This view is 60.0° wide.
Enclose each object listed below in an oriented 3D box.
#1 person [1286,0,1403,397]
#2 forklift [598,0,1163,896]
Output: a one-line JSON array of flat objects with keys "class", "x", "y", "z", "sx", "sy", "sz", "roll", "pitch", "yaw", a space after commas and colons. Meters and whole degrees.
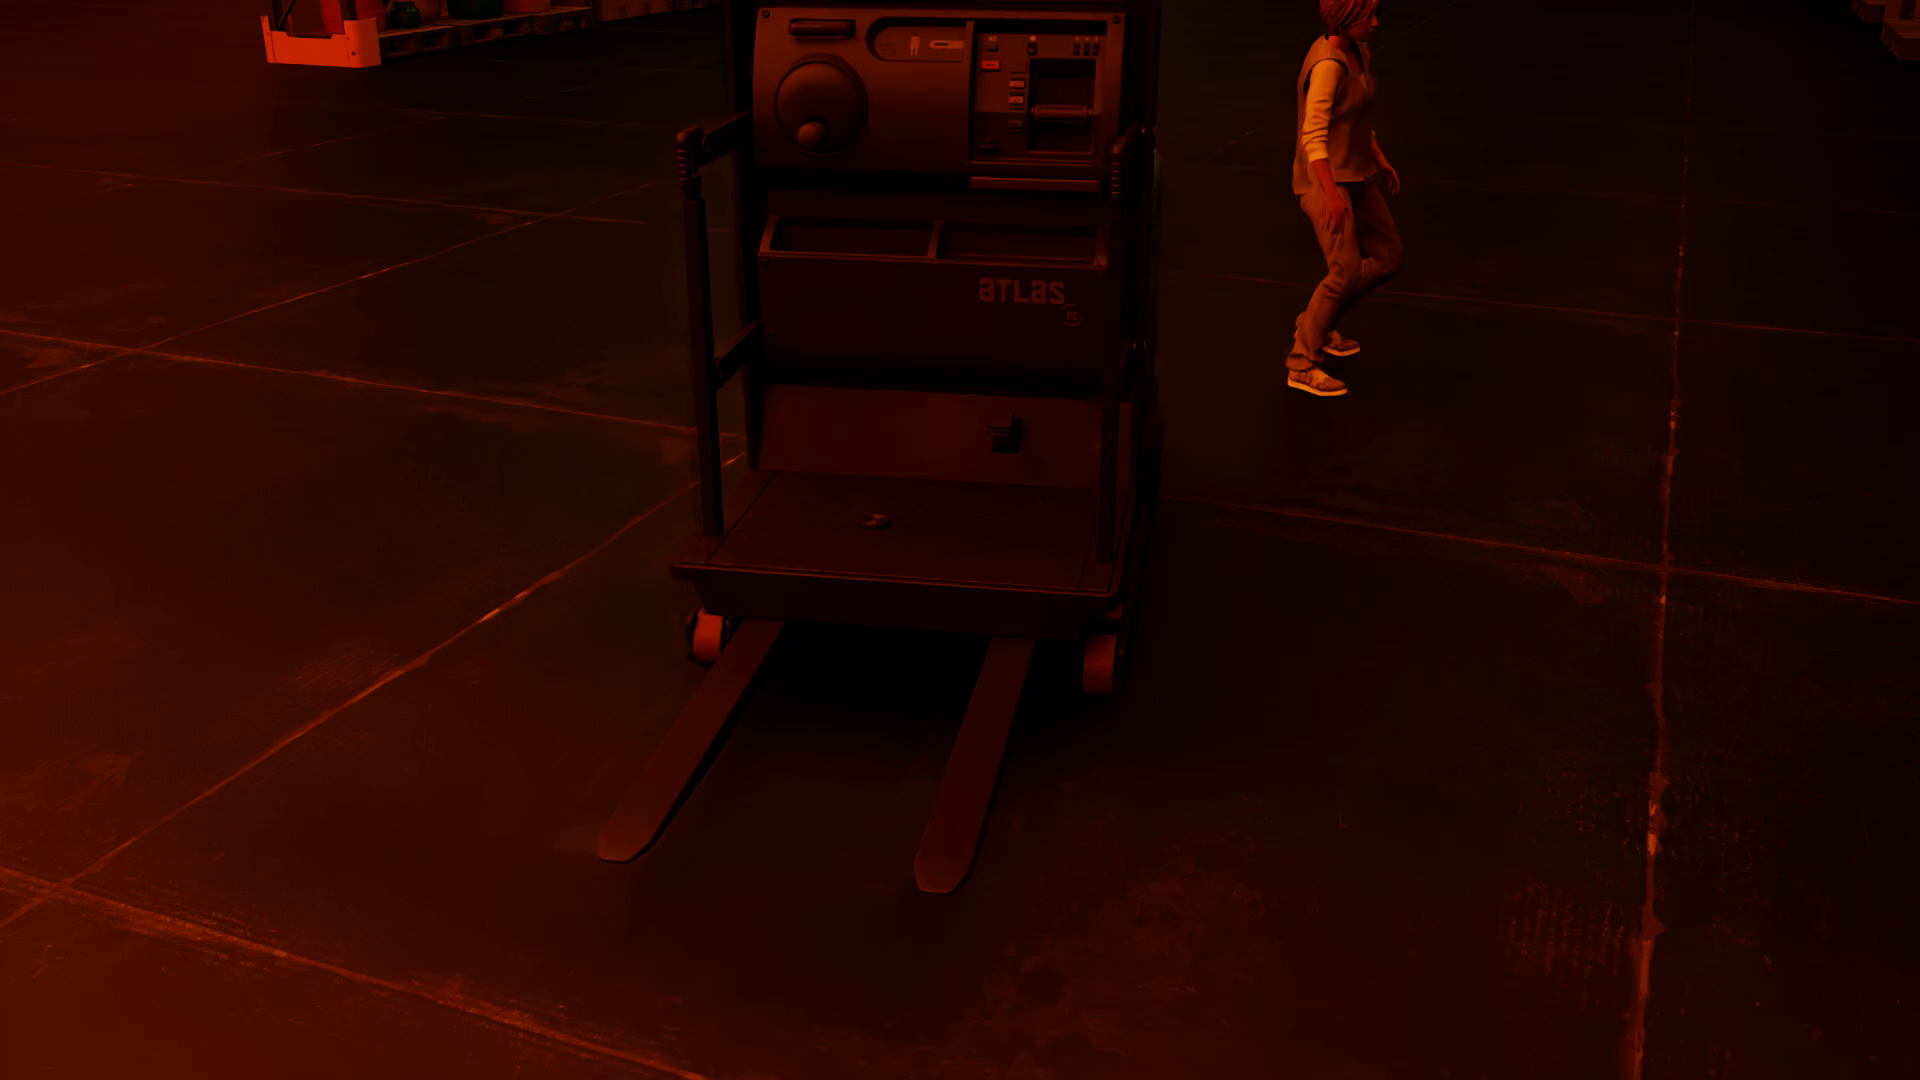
[{"class": "person", "x": 1.453, "y": -1.353, "z": 6.359, "sx": 0.409, "sy": 1.508, "sz": 0.600, "roll": 15, "pitch": 27, "yaw": 32}, {"class": "forklift", "x": -0.091, "y": -1.107, "z": 3.941, "sx": 1.130, "sy": 2.935, "sz": 3.031, "roll": 4, "pitch": 23, "yaw": 9}]
